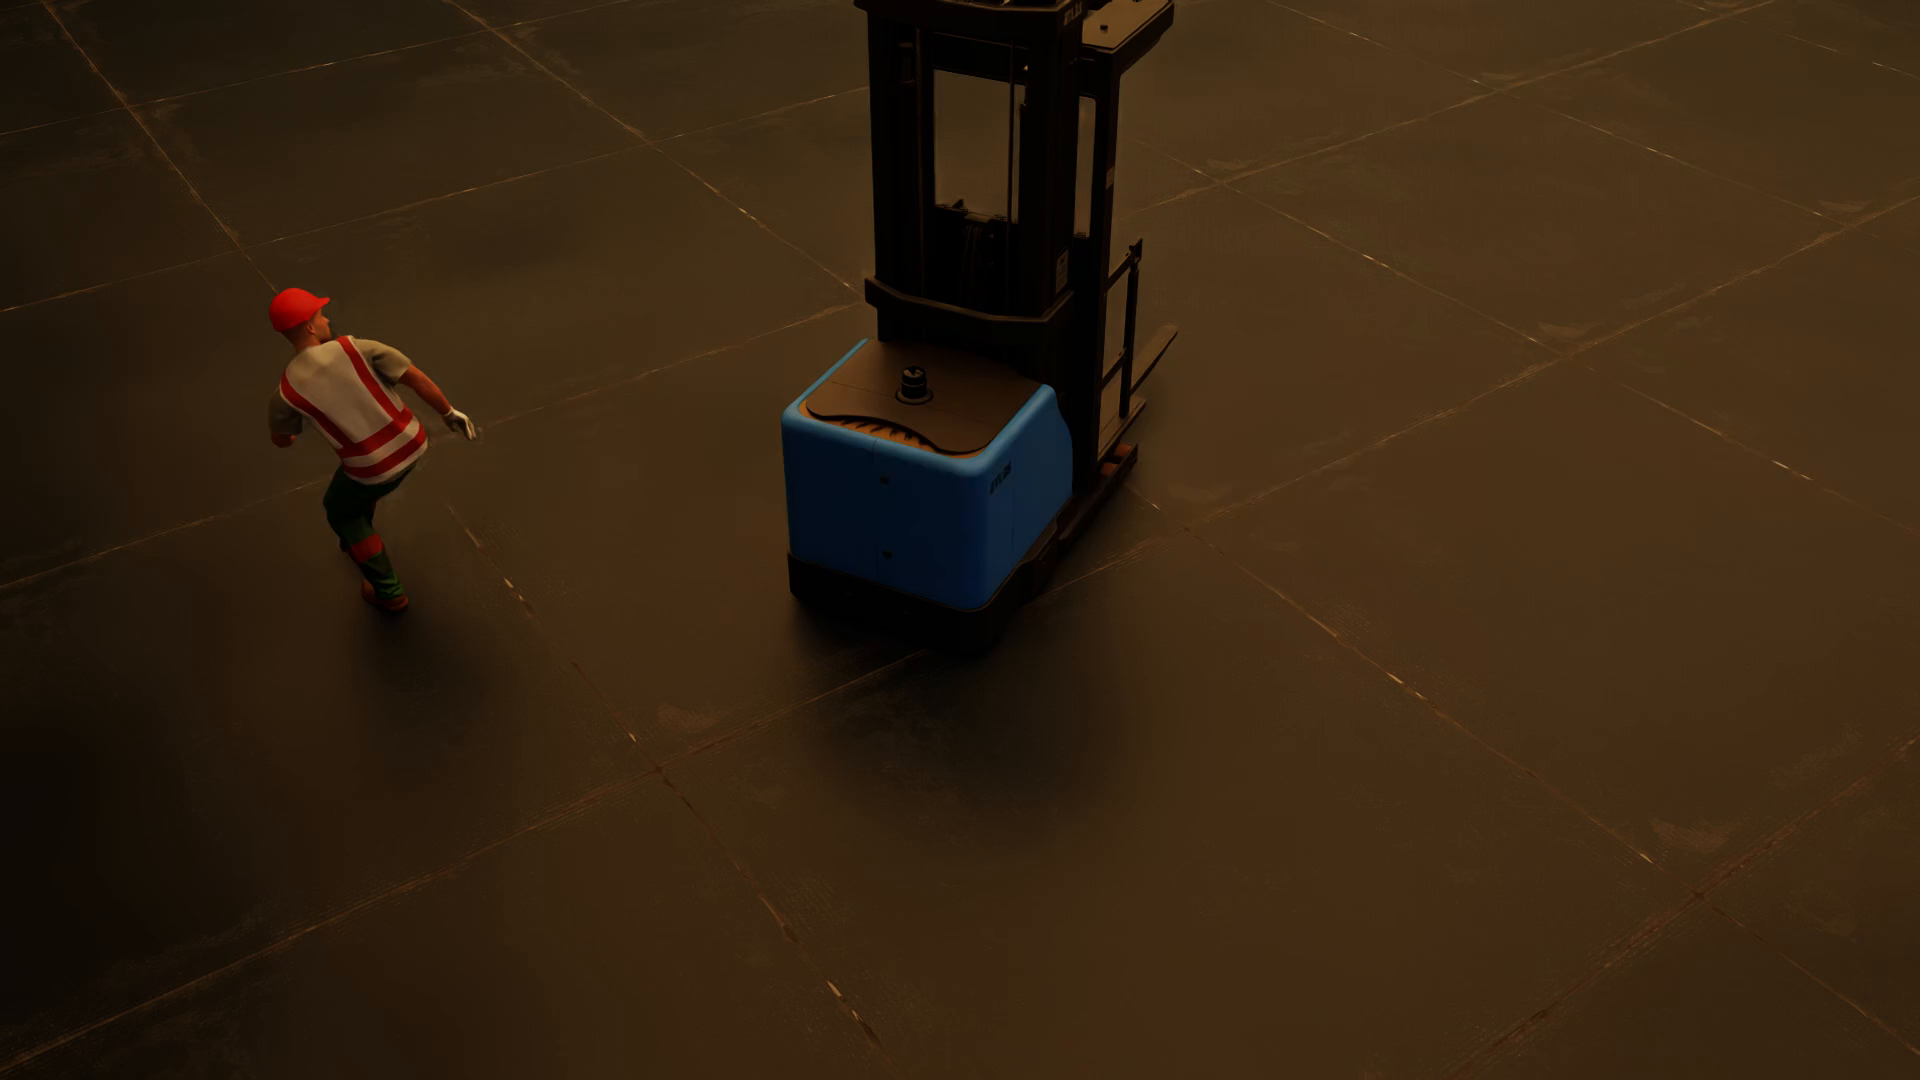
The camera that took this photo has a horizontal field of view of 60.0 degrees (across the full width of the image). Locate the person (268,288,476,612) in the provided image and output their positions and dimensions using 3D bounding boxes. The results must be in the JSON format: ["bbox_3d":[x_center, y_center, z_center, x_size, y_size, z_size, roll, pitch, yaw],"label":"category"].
[{"bbox_3d":[-2.789,-0.488,7.756,0.779,1.587,0.810,-31,46,-34],"label":"person"}]

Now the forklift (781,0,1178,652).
[{"bbox_3d":[0.296,-1.530,8.013,1.130,2.935,3.031,17,40,21],"label":"forklift"}]
